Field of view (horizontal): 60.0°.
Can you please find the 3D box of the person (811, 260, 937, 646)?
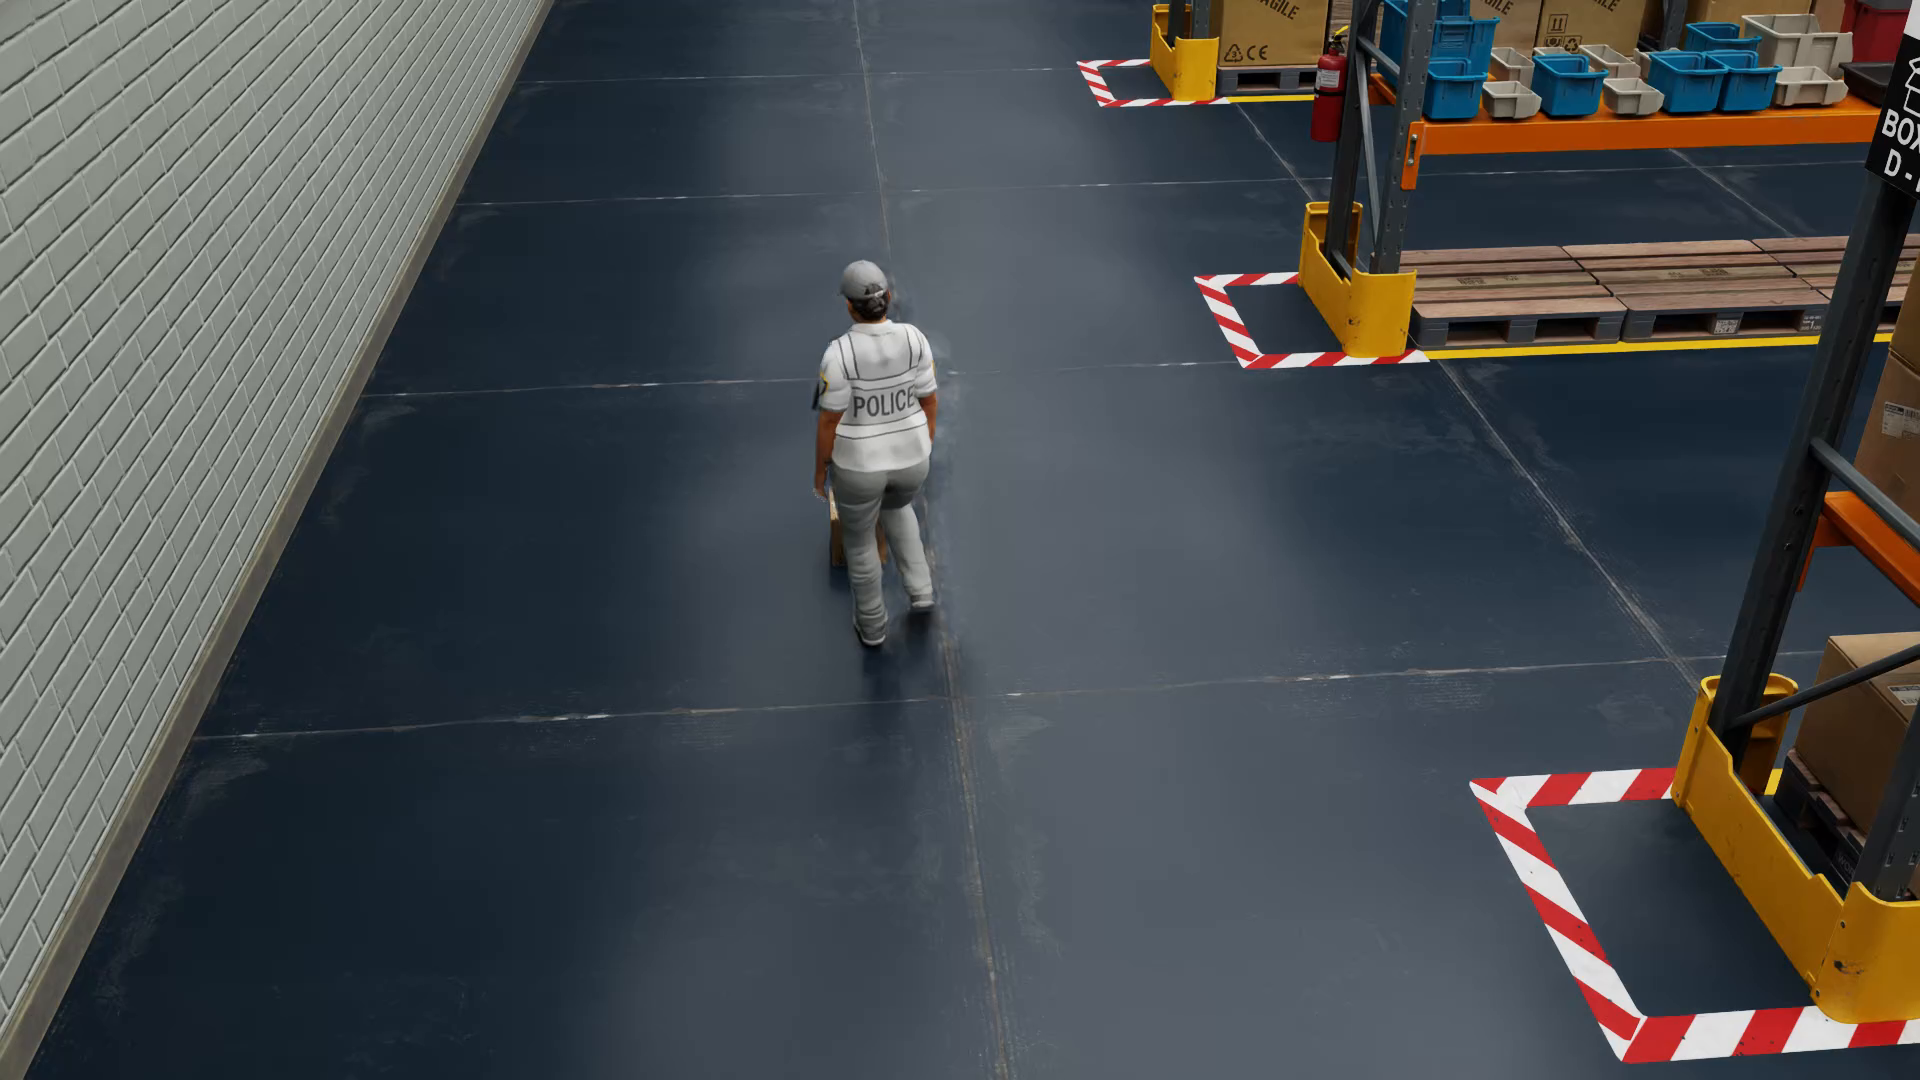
[{"bbox_3d":[-0.344,-0.330,6.670,0.522,1.671,0.459,-15,34,-23],"label":"person"}]
